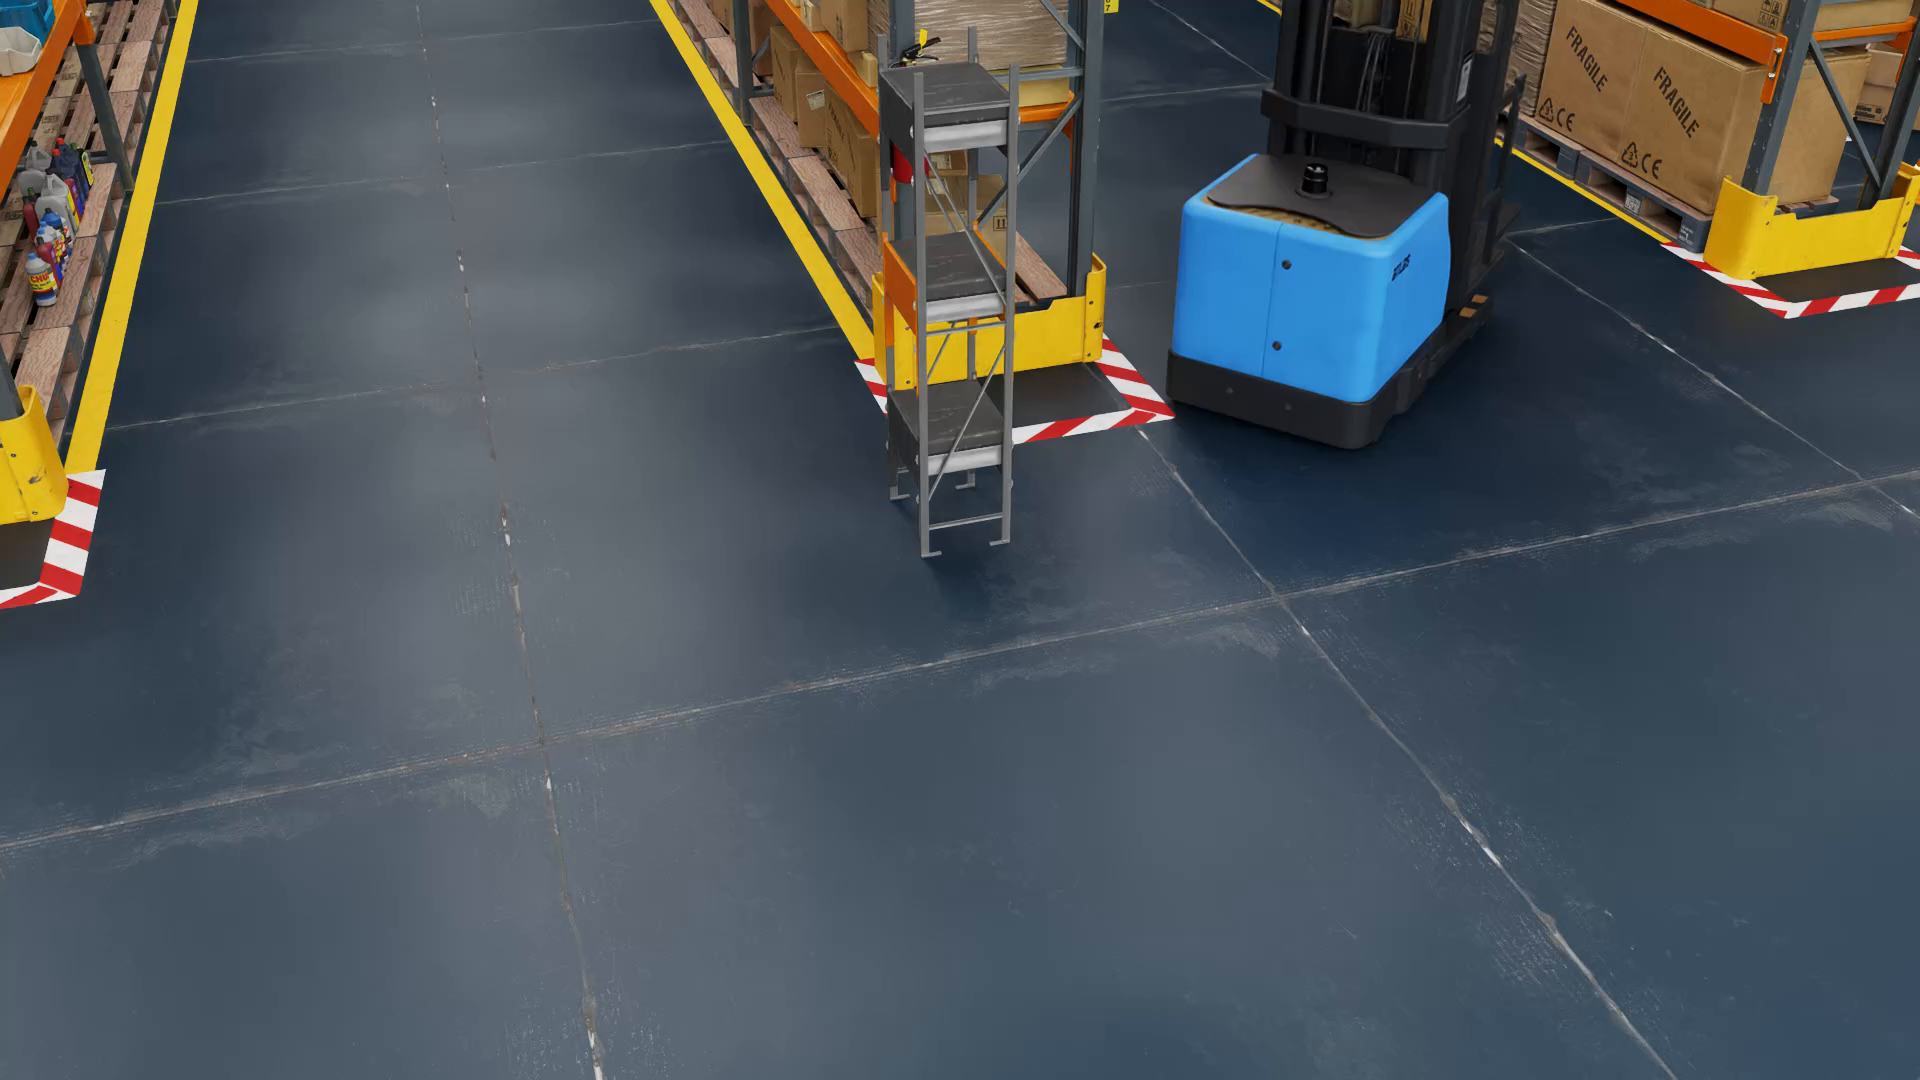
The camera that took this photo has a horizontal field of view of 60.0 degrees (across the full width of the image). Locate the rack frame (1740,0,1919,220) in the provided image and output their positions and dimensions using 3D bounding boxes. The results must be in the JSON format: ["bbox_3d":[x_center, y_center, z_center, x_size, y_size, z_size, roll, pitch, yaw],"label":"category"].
[{"bbox_3d":[4.928,-2.928,8.960,1.000,3.000,0.127,-10,35,-15],"label":"rack frame"}]

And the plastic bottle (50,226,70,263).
[{"bbox_3d":[-4.965,-1.619,9.118,0.097,0.201,0.097,0,33,0],"label":"plastic bottle"}]

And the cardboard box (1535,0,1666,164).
[{"bbox_3d":[4.388,-3.023,10.650,0.875,0.875,0.875,-11,35,-15],"label":"cardboard box"}]

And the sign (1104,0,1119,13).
[{"bbox_3d":[0.690,-2.599,7.677,0.100,0.325,0.005,-10,35,-15],"label":"sign"}]

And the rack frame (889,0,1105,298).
[{"bbox_3d":[0.174,-2.147,7.778,1.000,3.000,0.127,-10,35,-15],"label":"rack frame"}]

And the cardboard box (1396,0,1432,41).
[{"bbox_3d":[3.833,-3.975,12.091,0.875,0.875,0.875,-9,35,-14],"label":"cardboard box"}]

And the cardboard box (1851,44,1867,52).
[{"bbox_3d":[6.371,-3.814,12.443,0.797,0.637,0.503,-10,35,-15],"label":"cardboard box"}]

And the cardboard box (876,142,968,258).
[{"bbox_3d":[-0.216,-1.918,9.318,0.500,0.500,0.500,-1,33,-2],"label":"cardboard box"}]

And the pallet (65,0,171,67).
[{"bbox_3d":[-6.784,-3.937,13.017,1.003,0.211,1.213,-10,35,-15],"label":"pallet"}]

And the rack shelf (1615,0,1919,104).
[{"bbox_3d":[4.318,-3.678,10.747,1.077,0.370,4.000,-10,35,-15],"label":"rack shelf"}]

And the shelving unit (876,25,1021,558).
[{"bbox_3d":[-0.050,-0.963,6.803,0.431,2.100,0.503,-10,35,-15],"label":"shelving unit"}]

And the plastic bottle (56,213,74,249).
[{"bbox_3d":[-5.027,-1.727,9.281,0.097,0.201,0.097,0,33,0],"label":"plastic bottle"}]

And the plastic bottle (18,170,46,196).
[{"bbox_3d":[-5.367,-2.033,9.677,0.152,0.276,0.135,-10,35,-15],"label":"plastic bottle"}]

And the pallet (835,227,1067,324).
[{"bbox_3d":[-0.064,-1.456,9.262,1.003,0.211,1.213,-10,35,-15],"label":"pallet"}]

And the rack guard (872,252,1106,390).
[{"bbox_3d":[0.151,-1.144,8.527,1.175,0.500,0.348,-10,35,-15],"label":"rack guard"}]

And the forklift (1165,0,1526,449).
[{"bbox_3d":[2.234,-2.423,8.258,1.130,2.935,3.031,19,38,27],"label":"forklift"}]

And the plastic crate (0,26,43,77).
[{"bbox_3d":[-5.027,-2.494,8.543,0.530,0.136,0.437,-10,35,-15],"label":"plastic crate"}]

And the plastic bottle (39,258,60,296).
[{"bbox_3d":[-4.831,-1.389,8.770,0.097,0.201,0.097,0,33,0],"label":"plastic bottle"}]

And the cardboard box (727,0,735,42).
[{"bbox_3d":[-1.341,-3.967,12.401,0.700,0.500,0.500,-10,35,-15],"label":"cardboard box"}]

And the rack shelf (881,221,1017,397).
[{"bbox_3d":[-0.050,-0.952,6.810,0.431,0.518,0.480,-10,35,-15],"label":"rack shelf"}]

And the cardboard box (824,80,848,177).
[{"bbox_3d":[-0.516,-2.550,10.275,0.500,0.500,0.500,-13,36,-19],"label":"cardboard box"}]

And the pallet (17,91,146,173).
[{"bbox_3d":[-6.040,-2.656,11.078,1.003,0.211,1.213,-10,35,-15],"label":"pallet"}]

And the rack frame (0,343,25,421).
[{"bbox_3d":[-4.543,-1.314,6.517,1.000,3.000,0.127,-10,35,-15],"label":"rack frame"}]

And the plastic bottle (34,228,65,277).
[{"bbox_3d":[-4.904,-1.543,8.941,0.097,0.271,0.097,0,33,0],"label":"plastic bottle"}]

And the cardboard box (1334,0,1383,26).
[{"bbox_3d":[3.433,-4.575,13.113,1.050,0.750,0.750,-10,35,-15],"label":"cardboard box"}]

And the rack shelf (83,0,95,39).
[{"bbox_3d":[-6.373,-4.164,11.483,1.077,0.370,4.000,-10,35,-15],"label":"rack shelf"}]

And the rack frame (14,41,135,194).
[{"bbox_3d":[-5.763,-3.414,9.696,1.000,3.000,0.127,-10,35,-15],"label":"rack frame"}]

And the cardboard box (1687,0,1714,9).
[{"bbox_3d":[4.583,-3.463,9.633,0.875,0.550,0.550,-10,35,-15],"label":"cardboard box"}]

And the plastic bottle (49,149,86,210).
[{"bbox_3d":[-5.234,-2.102,9.714,0.144,0.351,0.185,-12,35,-17],"label":"plastic bottle"}]

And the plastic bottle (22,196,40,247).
[{"bbox_3d":[-5.191,-1.800,9.318,0.061,0.283,0.133,-10,35,-15],"label":"plastic bottle"}]

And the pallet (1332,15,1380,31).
[{"bbox_3d":[3.401,-4.257,13.501,1.003,0.211,1.213,-10,35,-15],"label":"pallet"}]

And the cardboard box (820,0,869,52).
[{"bbox_3d":[-0.235,-2.848,8.479,0.875,0.500,0.500,-10,35,-15],"label":"cardboard box"}]

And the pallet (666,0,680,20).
[{"bbox_3d":[-2.030,-4.773,14.282,1.003,0.211,1.213,-10,35,-15],"label":"pallet"}]

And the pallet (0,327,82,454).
[{"bbox_3d":[-4.854,-0.610,7.981,1.003,0.211,1.213,-10,35,-15],"label":"pallet"}]

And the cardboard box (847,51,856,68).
[{"bbox_3d":[-0.372,-2.545,8.608,0.380,0.149,0.250,-10,35,-15],"label":"cardboard box"}]

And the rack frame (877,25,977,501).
[{"bbox_3d":[-0.125,-1.091,6.997,0.400,2.100,0.015,-10,35,-15],"label":"rack frame"}]

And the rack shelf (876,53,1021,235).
[{"bbox_3d":[-0.050,-1.536,6.424,0.431,0.518,0.480,-10,35,-15],"label":"rack shelf"}]

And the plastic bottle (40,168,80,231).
[{"bbox_3d":[-5.135,-1.932,9.457,0.144,0.351,0.185,-10,35,-15],"label":"plastic bottle"}]

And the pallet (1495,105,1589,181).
[{"bbox_3d":[4.241,-2.810,11.312,1.003,0.211,1.213,-10,35,-15],"label":"pallet"}]

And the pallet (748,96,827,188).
[{"bbox_3d":[-0.808,-2.737,11.200,1.003,0.211,1.213,-10,35,-15],"label":"pallet"}]

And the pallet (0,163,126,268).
[{"bbox_3d":[-5.598,-1.891,9.920,1.003,0.211,1.213,-10,35,-15],"label":"pallet"}]

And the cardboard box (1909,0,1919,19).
[{"bbox_3d":[7.422,-4.080,12.969,0.500,0.500,0.500,13,36,18],"label":"cardboard box"}]

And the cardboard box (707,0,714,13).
[{"bbox_3d":[-1.682,-4.554,13.289,0.700,0.500,0.500,-7,34,-11],"label":"cardboard box"}]

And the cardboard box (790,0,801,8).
[{"bbox_3d":[-0.797,-3.193,9.590,0.380,0.149,0.250,-10,35,-15],"label":"cardboard box"}]

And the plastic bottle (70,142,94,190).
[{"bbox_3d":[-5.302,-2.267,10.025,0.061,0.283,0.133,-8,34,-12],"label":"plastic bottle"}]

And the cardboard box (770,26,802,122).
[{"bbox_3d":[-0.962,-3.162,11.201,0.500,0.500,0.500,-11,35,-16],"label":"cardboard box"}]

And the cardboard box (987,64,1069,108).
[{"bbox_3d":[0.314,-2.232,8.134,0.380,0.149,0.250,-10,35,-15],"label":"cardboard box"}]
